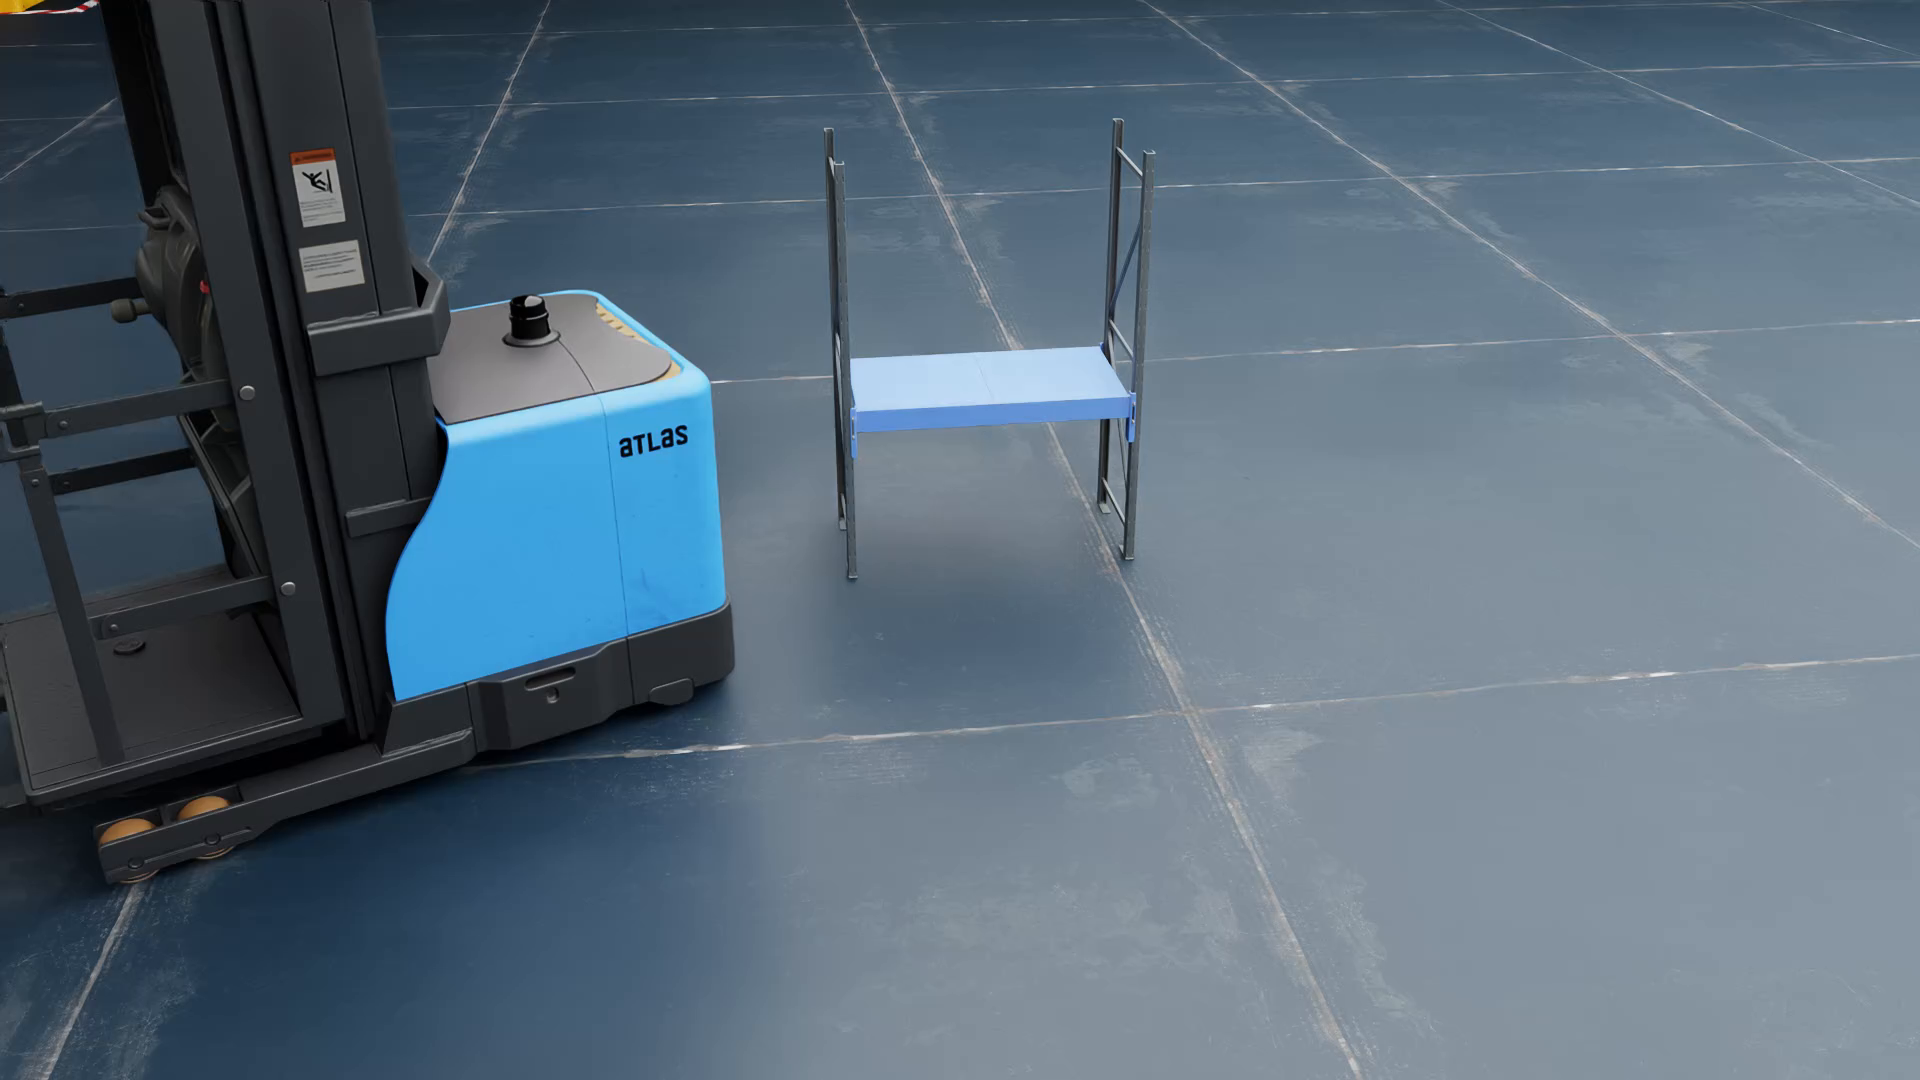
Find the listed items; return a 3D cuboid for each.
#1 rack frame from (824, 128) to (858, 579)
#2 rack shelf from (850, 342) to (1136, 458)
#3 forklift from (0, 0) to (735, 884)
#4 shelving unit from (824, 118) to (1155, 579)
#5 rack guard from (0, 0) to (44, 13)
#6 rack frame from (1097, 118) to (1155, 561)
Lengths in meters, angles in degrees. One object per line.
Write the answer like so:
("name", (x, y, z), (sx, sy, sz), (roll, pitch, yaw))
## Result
("rack frame", (-0.419, -0.640, 5.855), (0.032, 1.500, 0.500), (-4, 27, -7))
("rack shelf", (0.084, -0.513, 6.000), (1.000, 0.185, 0.538), (-4, 27, -7))
("forklift", (-2.241, -0.661, 4.328), (3.031, 2.935, 1.130), (-16, 31, -28))
("shelving unit", (0.084, -0.673, 5.918), (1.048, 1.500, 0.538), (-4, 27, -7))
("rack guard", (-9.502, -5.673, 16.759), (0.348, 0.500, 1.175), (-4, 27, -7))
("rack frame", (0.588, -0.705, 5.981), (0.032, 1.500, 0.500), (-4, 27, -7))
